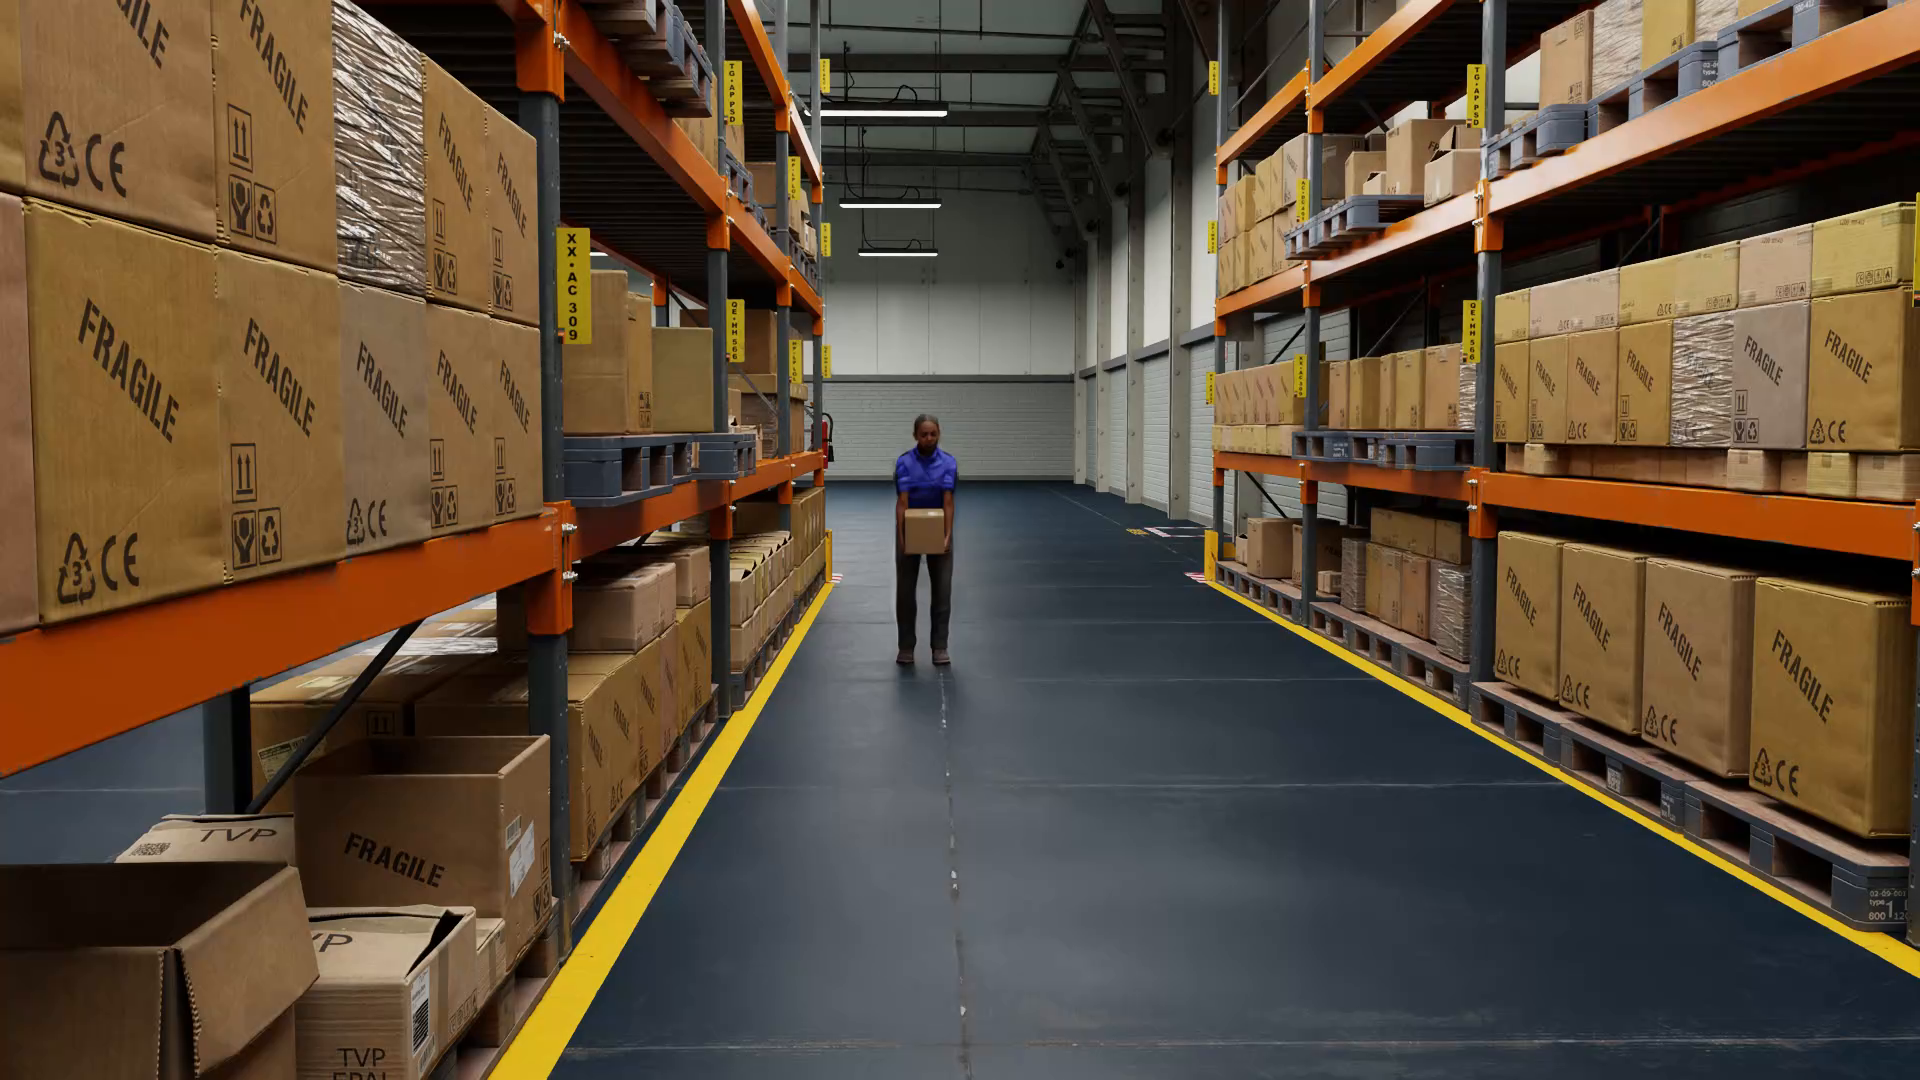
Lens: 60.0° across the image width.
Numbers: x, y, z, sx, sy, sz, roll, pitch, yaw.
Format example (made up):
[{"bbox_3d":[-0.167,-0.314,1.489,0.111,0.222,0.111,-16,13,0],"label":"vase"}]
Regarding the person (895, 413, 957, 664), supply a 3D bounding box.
[{"bbox_3d":[-0.222,-0.007,10.869,0.410,1.637,0.533,0,4,-2],"label":"person"}]
